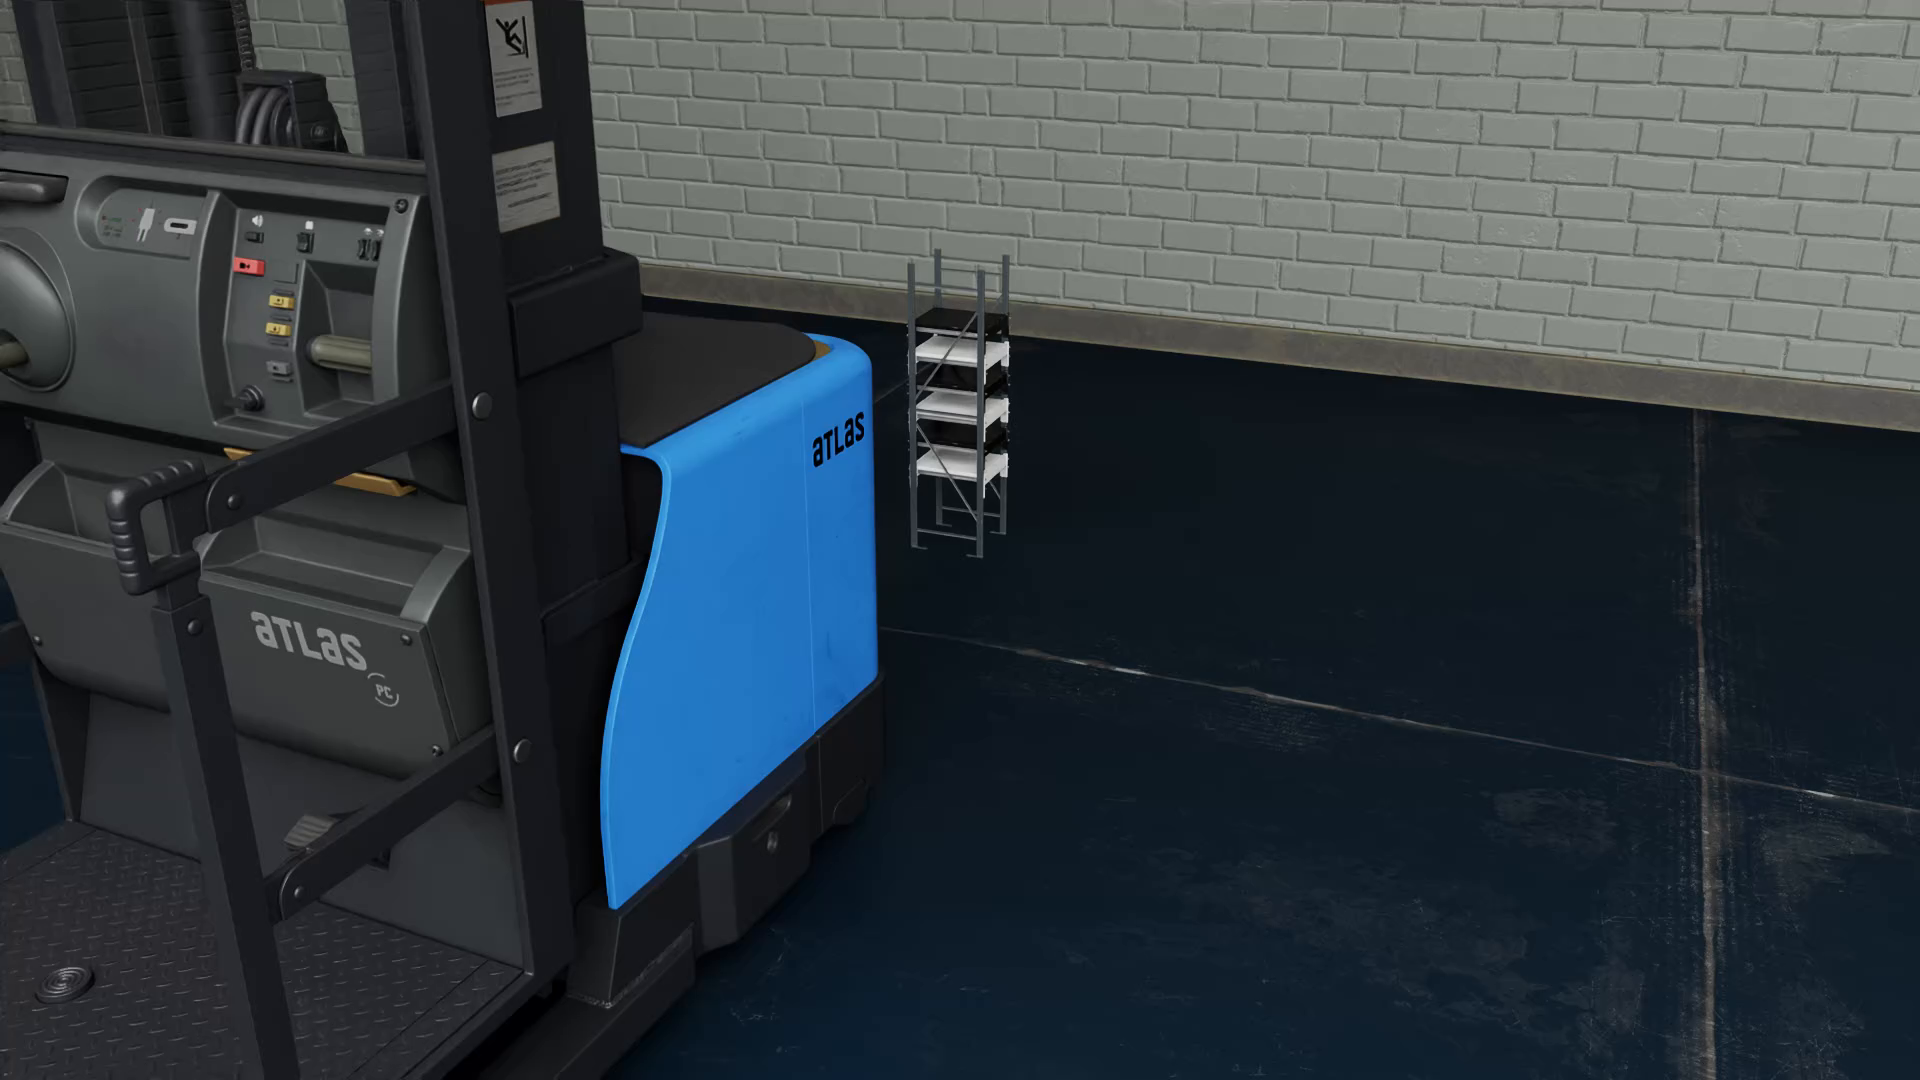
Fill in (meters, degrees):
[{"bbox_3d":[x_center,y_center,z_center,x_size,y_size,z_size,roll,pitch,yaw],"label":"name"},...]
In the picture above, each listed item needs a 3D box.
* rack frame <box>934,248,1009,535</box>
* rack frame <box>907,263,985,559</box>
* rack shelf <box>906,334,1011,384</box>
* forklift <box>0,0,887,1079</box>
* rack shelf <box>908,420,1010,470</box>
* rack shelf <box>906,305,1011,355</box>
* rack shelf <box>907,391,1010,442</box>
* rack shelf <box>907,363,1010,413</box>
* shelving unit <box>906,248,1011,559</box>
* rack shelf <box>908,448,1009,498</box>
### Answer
[{"bbox_3d":[0.035,-0.449,5.157,0.240,0.900,0.006,9,24,20],"label":"rack frame"},{"bbox_3d":[-0.041,-0.376,4.982,0.240,0.900,0.006,9,24,20],"label":"rack frame"},{"bbox_3d":[-0.003,-0.548,5.013,0.258,0.077,0.200,9,24,20],"label":"rack shelf"},{"bbox_3d":[-1.255,-0.346,2.276,1.130,2.935,3.031,10,25,23],"label":"forklift"},{"bbox_3d":[-0.003,-0.299,5.117,0.258,0.077,0.200,9,24,20],"label":"rack shelf"},{"bbox_3d":[-0.003,-0.631,4.978,0.258,0.077,0.200,9,24,20],"label":"rack shelf"},{"bbox_3d":[-0.003,-0.382,5.082,0.258,0.077,0.200,9,24,20],"label":"rack shelf"},{"bbox_3d":[-0.003,-0.465,5.048,0.258,0.077,0.200,9,24,20],"label":"rack shelf"},{"bbox_3d":[-0.003,-0.412,5.070,0.258,0.900,0.210,9,24,20],"label":"shelving unit"},{"bbox_3d":[-0.003,-0.215,5.152,0.258,0.077,0.200,9,24,20],"label":"rack shelf"}]
